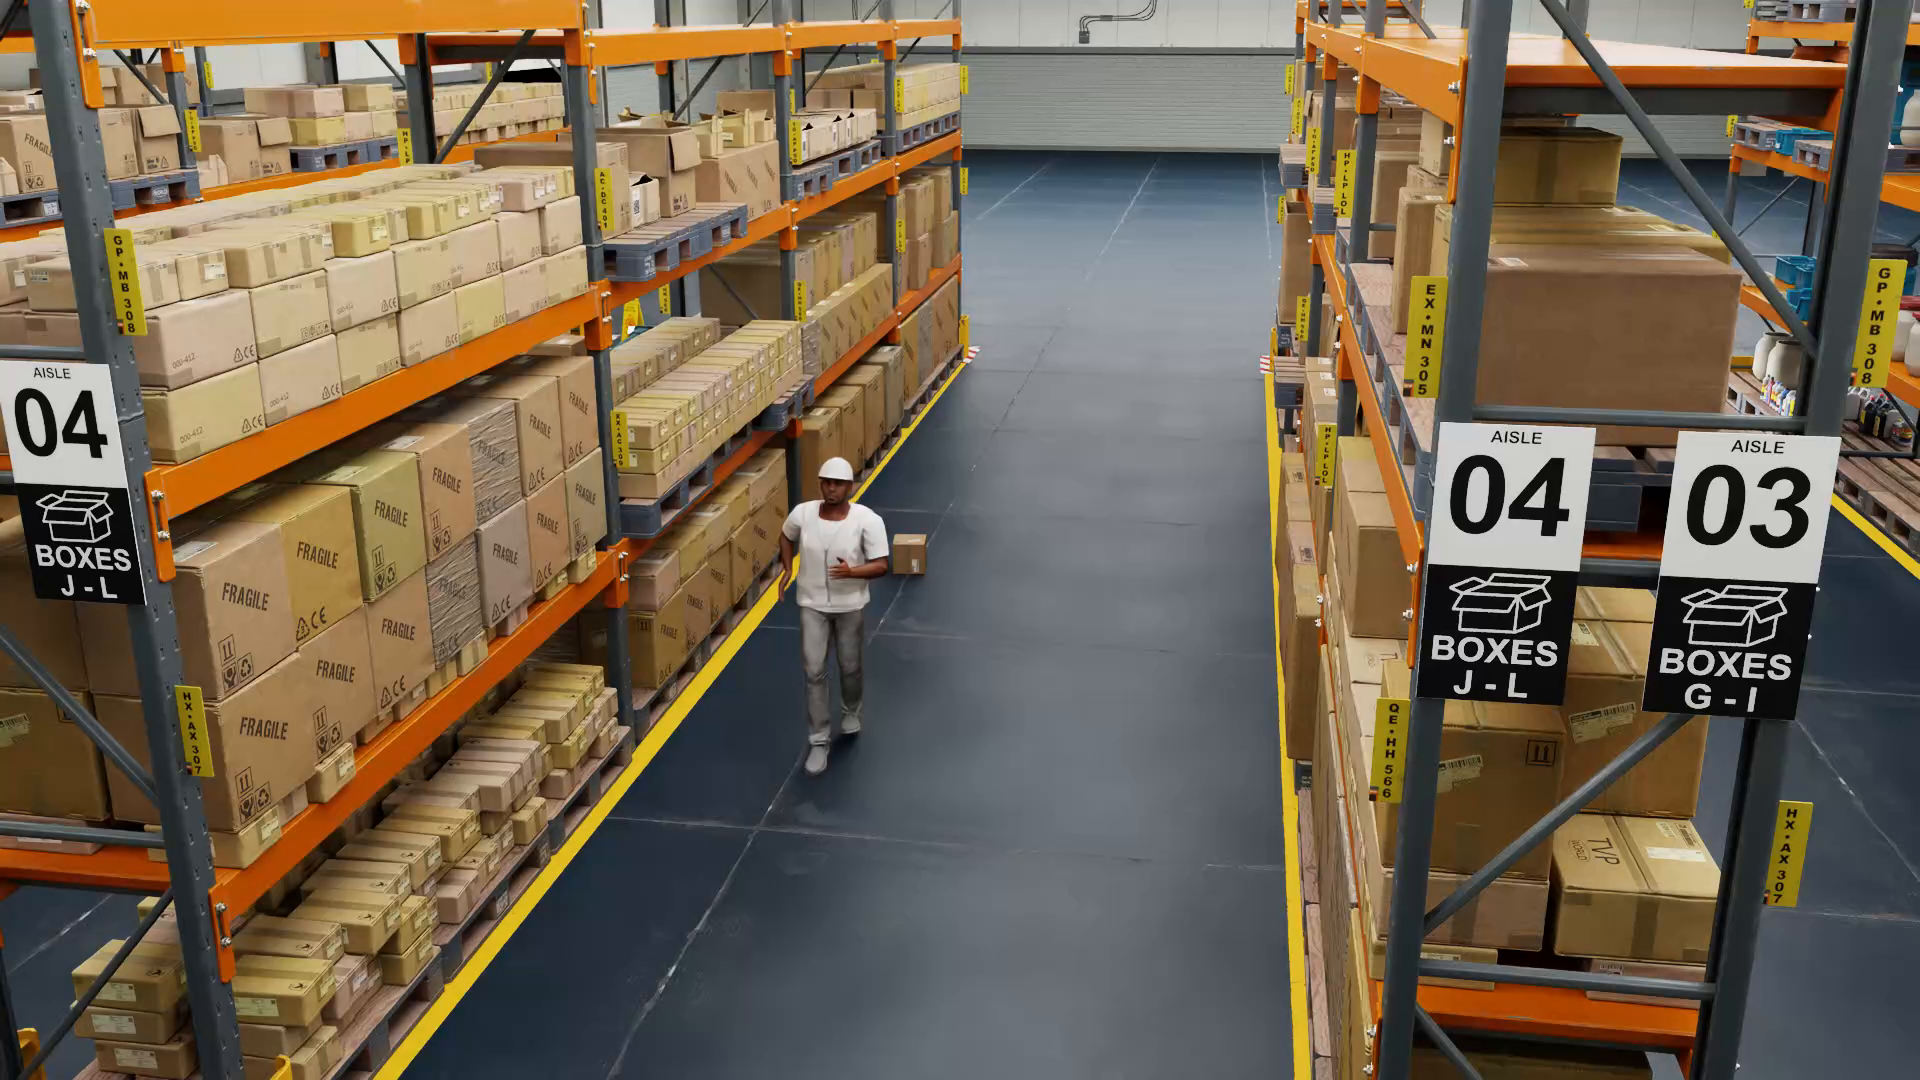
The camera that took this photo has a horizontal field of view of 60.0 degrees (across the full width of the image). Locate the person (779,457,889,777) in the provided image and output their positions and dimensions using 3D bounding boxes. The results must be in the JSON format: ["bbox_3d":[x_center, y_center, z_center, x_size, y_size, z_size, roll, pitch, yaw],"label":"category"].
[{"bbox_3d":[-0.753,0.410,9.702,0.674,1.772,0.782,1,18,2],"label":"person"}]
